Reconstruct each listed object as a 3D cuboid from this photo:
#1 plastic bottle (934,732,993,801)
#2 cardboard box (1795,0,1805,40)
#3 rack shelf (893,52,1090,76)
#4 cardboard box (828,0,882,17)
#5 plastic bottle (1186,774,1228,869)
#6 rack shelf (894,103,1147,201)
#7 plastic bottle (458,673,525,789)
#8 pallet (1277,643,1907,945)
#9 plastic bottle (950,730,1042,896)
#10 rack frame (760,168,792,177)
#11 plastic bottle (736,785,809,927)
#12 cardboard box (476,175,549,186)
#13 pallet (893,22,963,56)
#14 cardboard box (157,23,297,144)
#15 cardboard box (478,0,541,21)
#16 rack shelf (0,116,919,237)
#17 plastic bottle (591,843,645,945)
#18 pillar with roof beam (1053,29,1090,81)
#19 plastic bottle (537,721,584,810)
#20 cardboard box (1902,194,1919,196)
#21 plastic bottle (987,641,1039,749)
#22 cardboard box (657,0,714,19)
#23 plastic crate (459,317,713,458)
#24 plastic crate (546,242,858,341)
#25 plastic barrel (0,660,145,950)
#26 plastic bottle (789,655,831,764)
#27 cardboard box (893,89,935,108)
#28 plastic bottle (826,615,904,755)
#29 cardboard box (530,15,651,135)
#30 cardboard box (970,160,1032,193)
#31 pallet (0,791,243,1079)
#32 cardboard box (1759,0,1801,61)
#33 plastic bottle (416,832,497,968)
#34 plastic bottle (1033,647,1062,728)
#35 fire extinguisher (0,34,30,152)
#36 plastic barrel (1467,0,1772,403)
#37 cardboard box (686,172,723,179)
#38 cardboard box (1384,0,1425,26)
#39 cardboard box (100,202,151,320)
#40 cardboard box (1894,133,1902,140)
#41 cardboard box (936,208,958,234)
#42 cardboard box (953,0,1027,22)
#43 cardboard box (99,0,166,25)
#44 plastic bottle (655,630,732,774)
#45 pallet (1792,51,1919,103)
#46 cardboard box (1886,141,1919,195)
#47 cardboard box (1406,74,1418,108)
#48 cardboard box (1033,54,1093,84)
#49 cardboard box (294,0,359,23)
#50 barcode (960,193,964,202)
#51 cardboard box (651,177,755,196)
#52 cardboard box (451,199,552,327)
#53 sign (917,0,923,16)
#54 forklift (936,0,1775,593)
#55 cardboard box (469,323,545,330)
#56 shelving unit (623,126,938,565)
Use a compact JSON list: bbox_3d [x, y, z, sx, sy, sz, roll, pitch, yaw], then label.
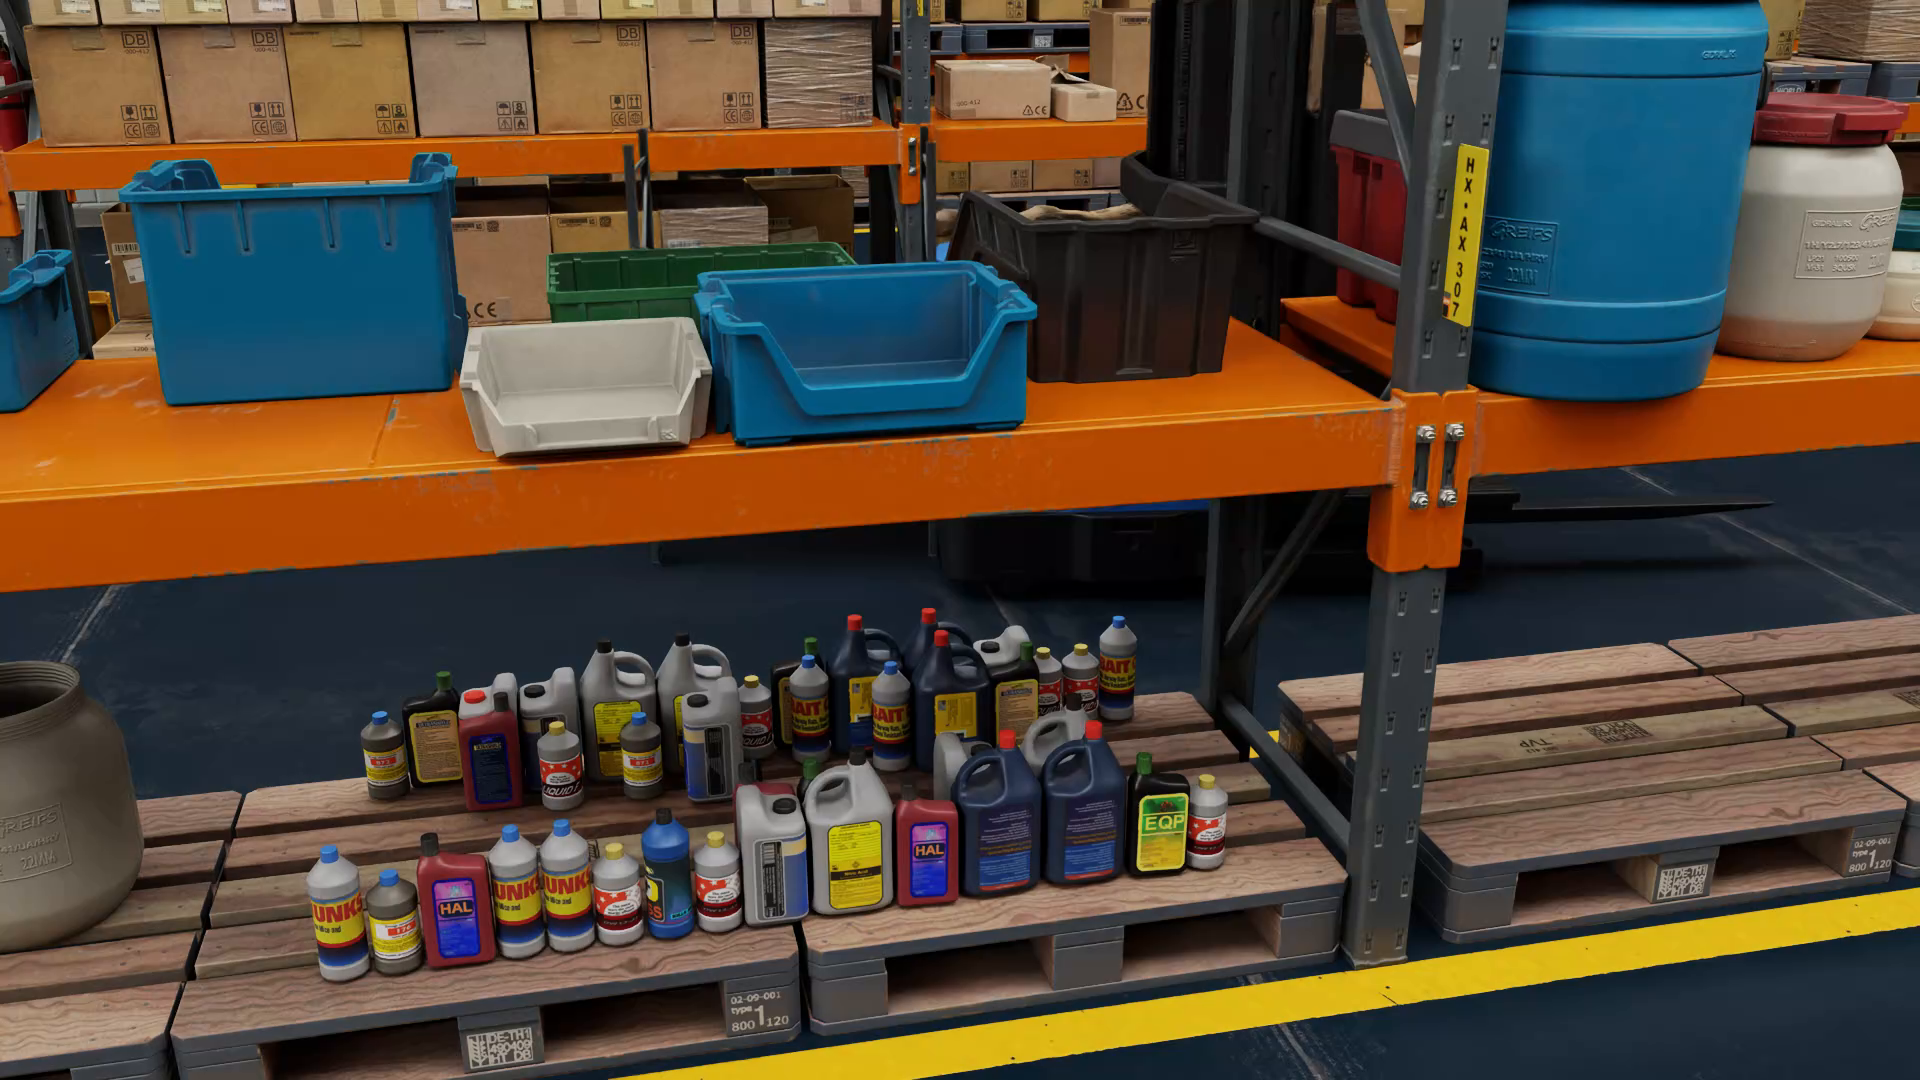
[{"bbox_3d":[0.020,0.565,3.731,0.135,0.276,0.152,-5,21,-12],"label":"plastic bottle"},{"bbox_3d":[6.863,-4.750,14.485,0.700,0.700,0.980,-4,21,-12],"label":"cardboard box"},{"bbox_3d":[0.492,-3.759,13.261,4.000,0.370,1.077,-5,21,-12],"label":"rack shelf"},{"bbox_3d":[-0.526,-2.539,7.796,0.250,0.149,0.380,-5,21,-13],"label":"cardboard box"},{"bbox_3d":[0.544,0.618,3.695,0.097,0.201,0.097,0,20,0],"label":"plastic bottle"},{"bbox_3d":[1.635,-2.101,8.735,4.000,0.370,1.077,-5,21,-12],"label":"rack shelf"},{"bbox_3d":[-1.129,0.464,4.008,0.135,0.276,0.152,-4,21,-12],"label":"plastic bottle"},{"bbox_3d":[1.581,0.612,4.337,1.213,0.211,1.003,-5,21,-12],"label":"pallet"},{"bbox_3d":[0.078,0.578,3.588,0.185,0.351,0.144,-6,21,-15],"label":"plastic bottle"},{"bbox_3d":[-1.454,-3.939,12.705,0.127,3.000,1.000,-5,21,-12],"label":"rack frame"},{"bbox_3d":[-0.395,0.650,3.500,0.135,0.276,0.152,-4,21,-11],"label":"plastic bottle"},{"bbox_3d":[-3.373,-2.766,12.499,0.500,0.500,0.700,-6,21,-16],"label":"cardboard box"},{"bbox_3d":[-0.677,-3.860,12.771,1.213,0.211,1.003,-5,21,-12],"label":"pallet"},{"bbox_3d":[-3.236,-2.087,7.505,0.500,0.500,0.700,-4,21,-11],"label":"cardboard box"},{"bbox_3d":[-2.020,-2.417,7.463,0.250,0.149,0.380,-4,20,-11],"label":"cardboard box"},{"bbox_3d":[-2.257,-1.785,7.871,4.000,0.370,1.077,-5,21,-12],"label":"rack shelf"},{"bbox_3d":[-0.704,0.720,3.418,0.097,0.201,0.097,0,20,0],"label":"plastic bottle"},{"bbox_3d":[1.965,-5.818,9.113,0.400,9.000,9.100,-5,21,-12],"label":"pillar with roof beam"},{"bbox_3d":[-0.948,0.528,3.941,0.097,0.201,0.097,0,20,0],"label":"plastic bottle"},{"bbox_3d":[5.451,-1.867,10.045,0.500,0.500,0.500,-5,21,-15],"label":"cardboard box"},{"bbox_3d":[0.131,0.395,4.184,0.133,0.283,0.061,-5,21,-12],"label":"plastic bottle"},{"bbox_3d":[-1.277,-2.477,7.628,0.250,0.149,0.380,-5,21,-13],"label":"cardboard box"},{"bbox_3d":[-0.697,-0.285,3.116,0.437,0.136,0.530,-5,21,-12],"label":"plastic crate"},{"bbox_3d":[-0.561,-0.510,3.654,0.662,0.188,0.450,-5,21,-12],"label":"plastic crate"},{"bbox_3d":[-1.957,0.548,3.464,0.421,0.512,0.421,0,20,0],"label":"plastic barrel"},{"bbox_3d":[-0.374,0.416,4.144,0.097,0.271,0.097,0,20,0],"label":"plastic bottle"},{"bbox_3d":[-0.314,-3.423,13.203,0.500,0.250,0.500,-5,21,-14],"label":"cardboard box"},{"bbox_3d":[-0.239,0.355,4.196,0.185,0.351,0.144,-6,21,-15],"label":"plastic bottle"},{"bbox_3d":[-1.742,-2.208,7.836,0.500,0.500,0.700,-4,21,-12],"label":"cardboard box"},{"bbox_3d":[0.255,-3.120,13.465,0.500,0.500,0.700,-4,21,-12],"label":"cardboard box"},{"bbox_3d":[-2.212,0.919,3.498,1.213,0.211,1.003,-5,21,-12],"label":"pallet"},{"bbox_3d":[4.169,-2.929,9.194,0.500,0.500,0.700,-12,24,-31],"label":"cardboard box"},{"bbox_3d":[-1.007,0.712,3.319,0.133,0.283,0.061,-4,21,-12],"label":"plastic bottle"},{"bbox_3d":[0.216,0.380,4.346,0.097,0.201,0.097,0,20,0],"label":"plastic bottle"},{"bbox_3d":[-4.426,-2.074,7.728,0.183,0.674,0.296,-5,21,-12],"label":"fire extinguisher"},{"bbox_3d":[1.271,-0.787,3.373,0.708,0.901,0.600,-5,21,-12],"label":"plastic barrel"},{"bbox_3d":[-1.968,-2.762,12.974,0.250,0.166,0.380,-7,21,-20],"label":"cardboard box"},{"bbox_3d":[3.482,-4.442,13.474,0.500,0.500,0.500,-4,20,-11],"label":"cardboard box"},{"bbox_3d":[-3.750,-1.364,7.975,0.500,0.500,0.500,-5,21,-12],"label":"cardboard box"},{"bbox_3d":[8.072,-3.699,15.074,0.500,0.500,0.700,-4,21,-11],"label":"cardboard box"},{"bbox_3d":[0.017,-1.578,8.833,0.500,0.311,0.500,-5,21,-12],"label":"cardboard box"},{"bbox_3d":[0.228,-4.325,12.976,0.500,0.500,0.700,-2,20,-5],"label":"cardboard box"},{"bbox_3d":[-3.516,-2.296,7.134,0.250,0.149,0.380,-5,21,-14],"label":"cardboard box"},{"bbox_3d":[-0.653,0.389,4.105,0.185,0.351,0.144,-5,21,-13],"label":"plastic bottle"},{"bbox_3d":[5.473,-2.663,9.501,1.213,0.211,1.003,-5,21,-12],"label":"pallet"},{"bbox_3d":[5.486,-2.223,9.927,0.500,0.250,0.500,-5,21,-14],"label":"cardboard box"},{"bbox_3d":[2.354,-2.360,8.760,0.250,0.149,0.380,-3,20,-8],"label":"cardboard box"},{"bbox_3d":[0.502,-2.349,8.561,0.258,0.266,0.396,-5,21,-14],"label":"cardboard box"},{"bbox_3d":[-2.768,-2.357,7.299,0.250,0.149,0.380,-5,21,-14],"label":"cardboard box"},{"bbox_3d":[0.033,-1.645,8.043,0.075,0.075,0.001,-5,21,-12],"label":"barcode"},{"bbox_3d":[-1.319,-1.565,8.522,0.500,0.500,0.500,-5,21,-12],"label":"cardboard box"},{"bbox_3d":[-2.170,-1.308,7.821,0.500,0.500,0.500,-5,21,-12],"label":"cardboard box"},{"bbox_3d":[-0.182,-2.539,7.510,0.005,0.325,0.100,-5,21,-12],"label":"sign"},{"bbox_3d":[1.424,-1.378,5.815,3.031,2.935,1.130,-1,20,-4],"label":"forklift"},{"bbox_3d":[-2.170,-0.956,7.951,0.500,0.250,0.500,-5,21,-12],"label":"cardboard box"},{"bbox_3d":[-0.622,-0.713,6.079,1.048,1.500,0.538,-1,20,-4],"label":"shelving unit"}]
